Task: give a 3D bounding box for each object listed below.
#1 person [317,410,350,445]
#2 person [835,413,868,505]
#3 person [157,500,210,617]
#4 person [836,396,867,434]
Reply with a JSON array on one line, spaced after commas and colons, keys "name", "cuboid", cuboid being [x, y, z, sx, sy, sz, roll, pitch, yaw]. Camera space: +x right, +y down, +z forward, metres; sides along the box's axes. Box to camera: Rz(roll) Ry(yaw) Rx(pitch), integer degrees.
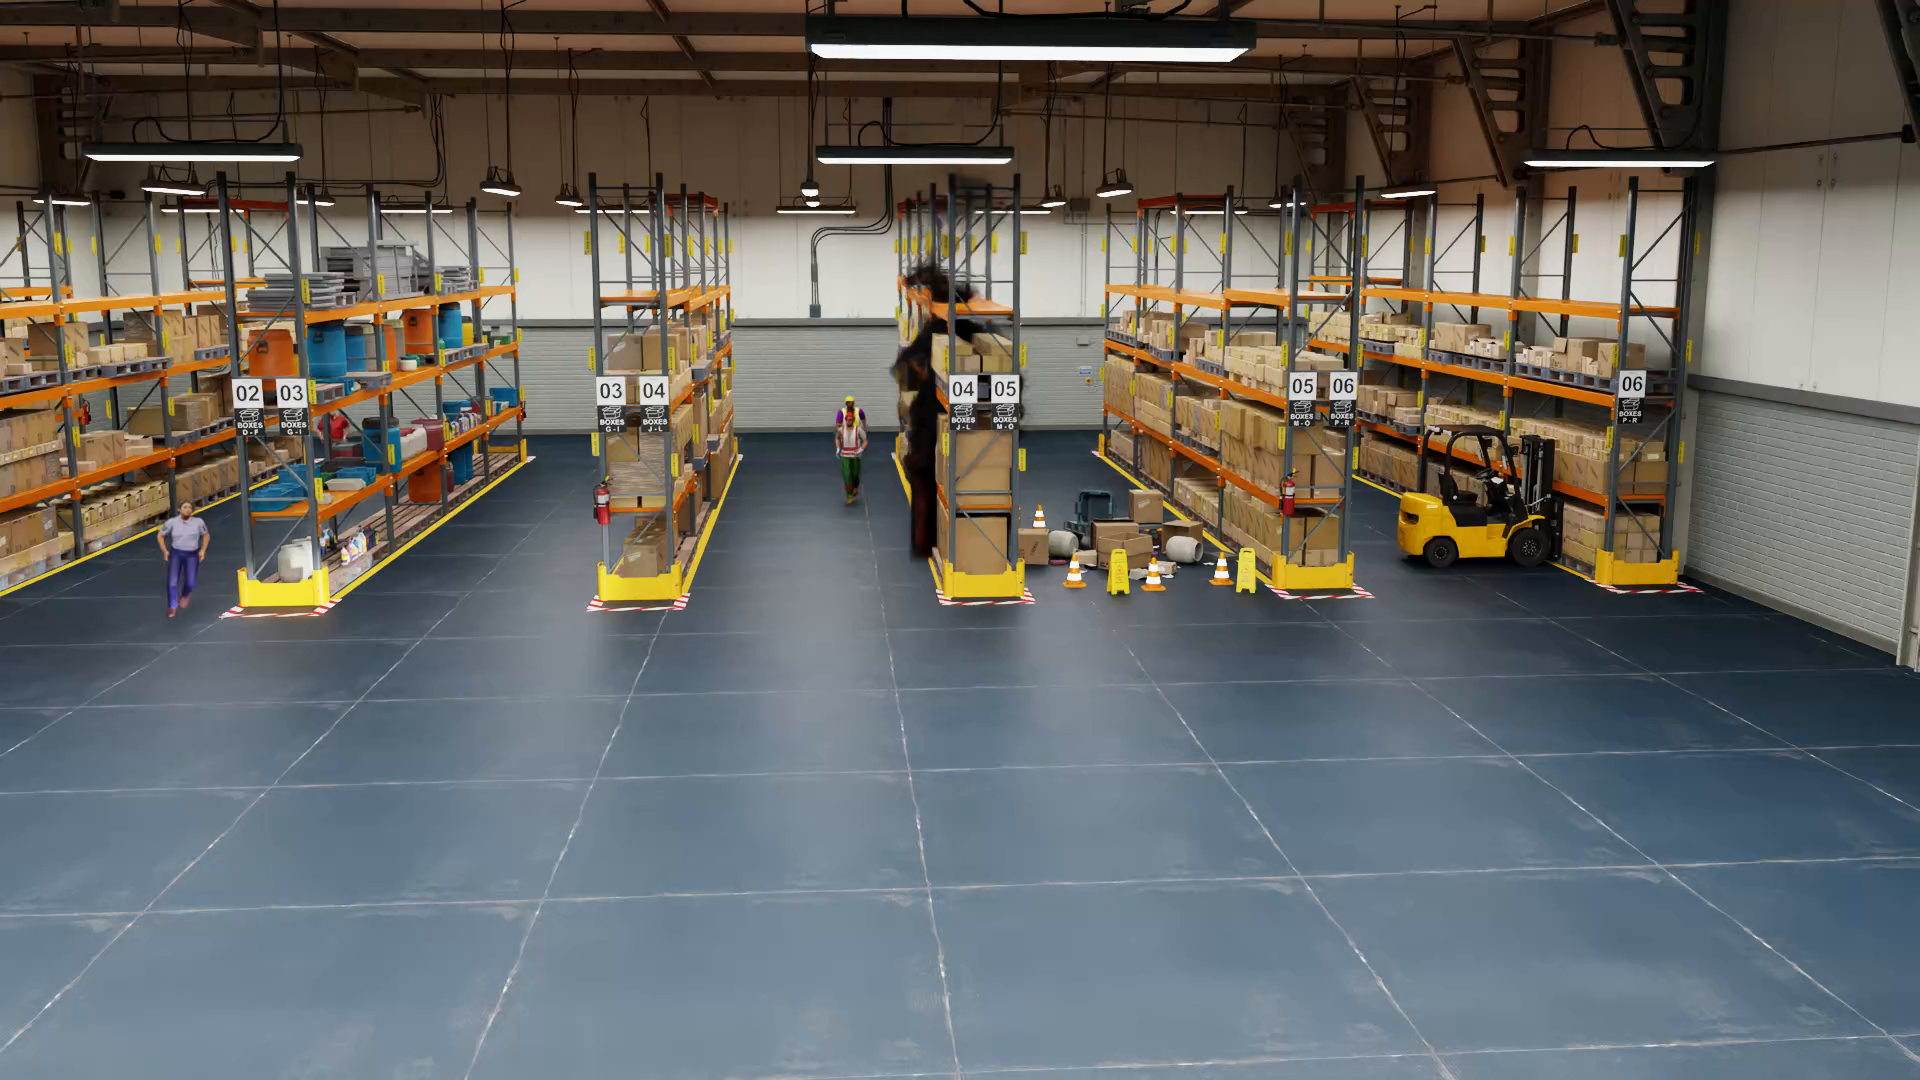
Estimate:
[{"name": "person", "cuboid": [-13.296, -2.020, 35.344, 0.668, 1.700, 0.735, -4, 11, -22]}, {"name": "person", "cuboid": [-2.155, -1.676, 32.903, 0.668, 1.705, 0.848, 0, 10, 0]}, {"name": "person", "cuboid": [-10.636, 0.247, 22.828, 0.657, 1.580, 0.520, -5, 11, -25]}, {"name": "person", "cuboid": [-2.398, -2.320, 36.778, 0.674, 1.736, 0.756, -1, 10, -6]}]
